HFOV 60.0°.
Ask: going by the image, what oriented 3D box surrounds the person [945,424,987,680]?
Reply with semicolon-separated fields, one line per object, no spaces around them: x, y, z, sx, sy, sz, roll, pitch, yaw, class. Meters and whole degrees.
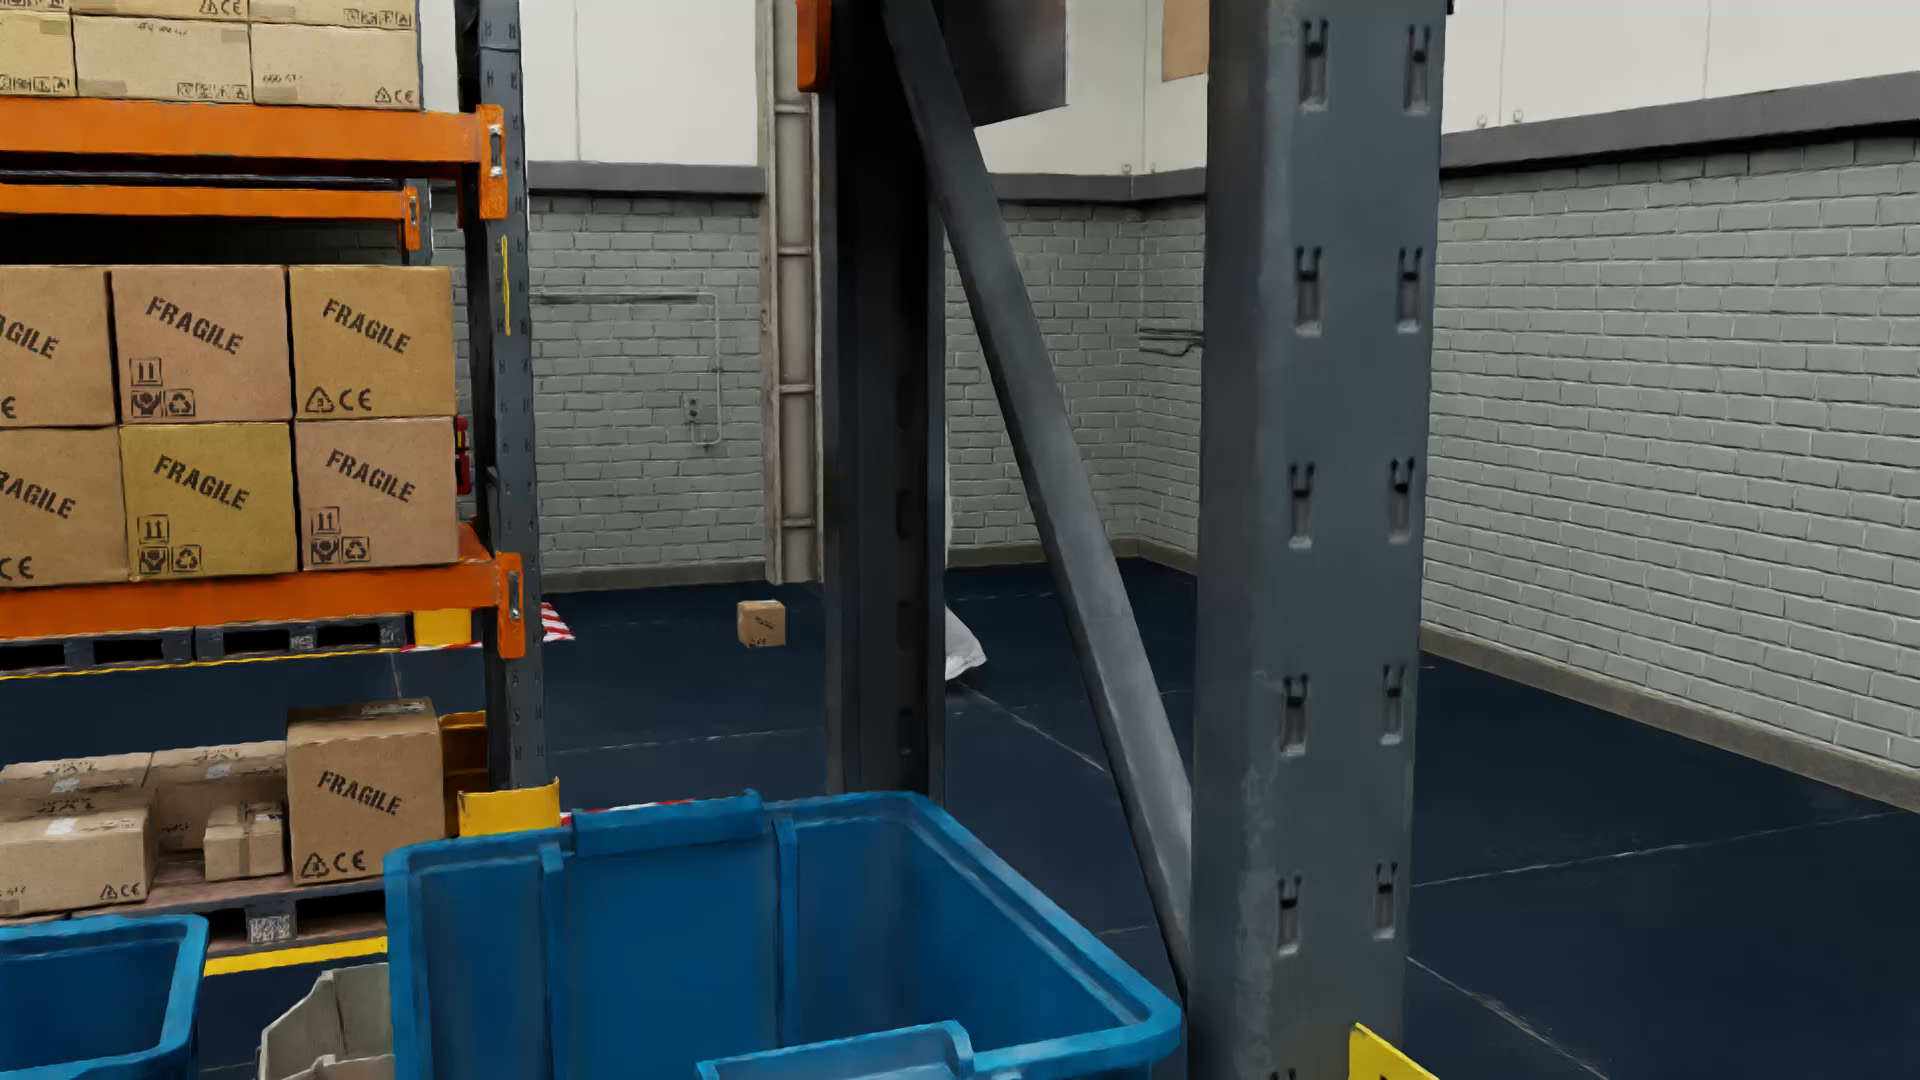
-0.132;-0.071;9.354;0.604;1.771;0.619;2;9;12;person
